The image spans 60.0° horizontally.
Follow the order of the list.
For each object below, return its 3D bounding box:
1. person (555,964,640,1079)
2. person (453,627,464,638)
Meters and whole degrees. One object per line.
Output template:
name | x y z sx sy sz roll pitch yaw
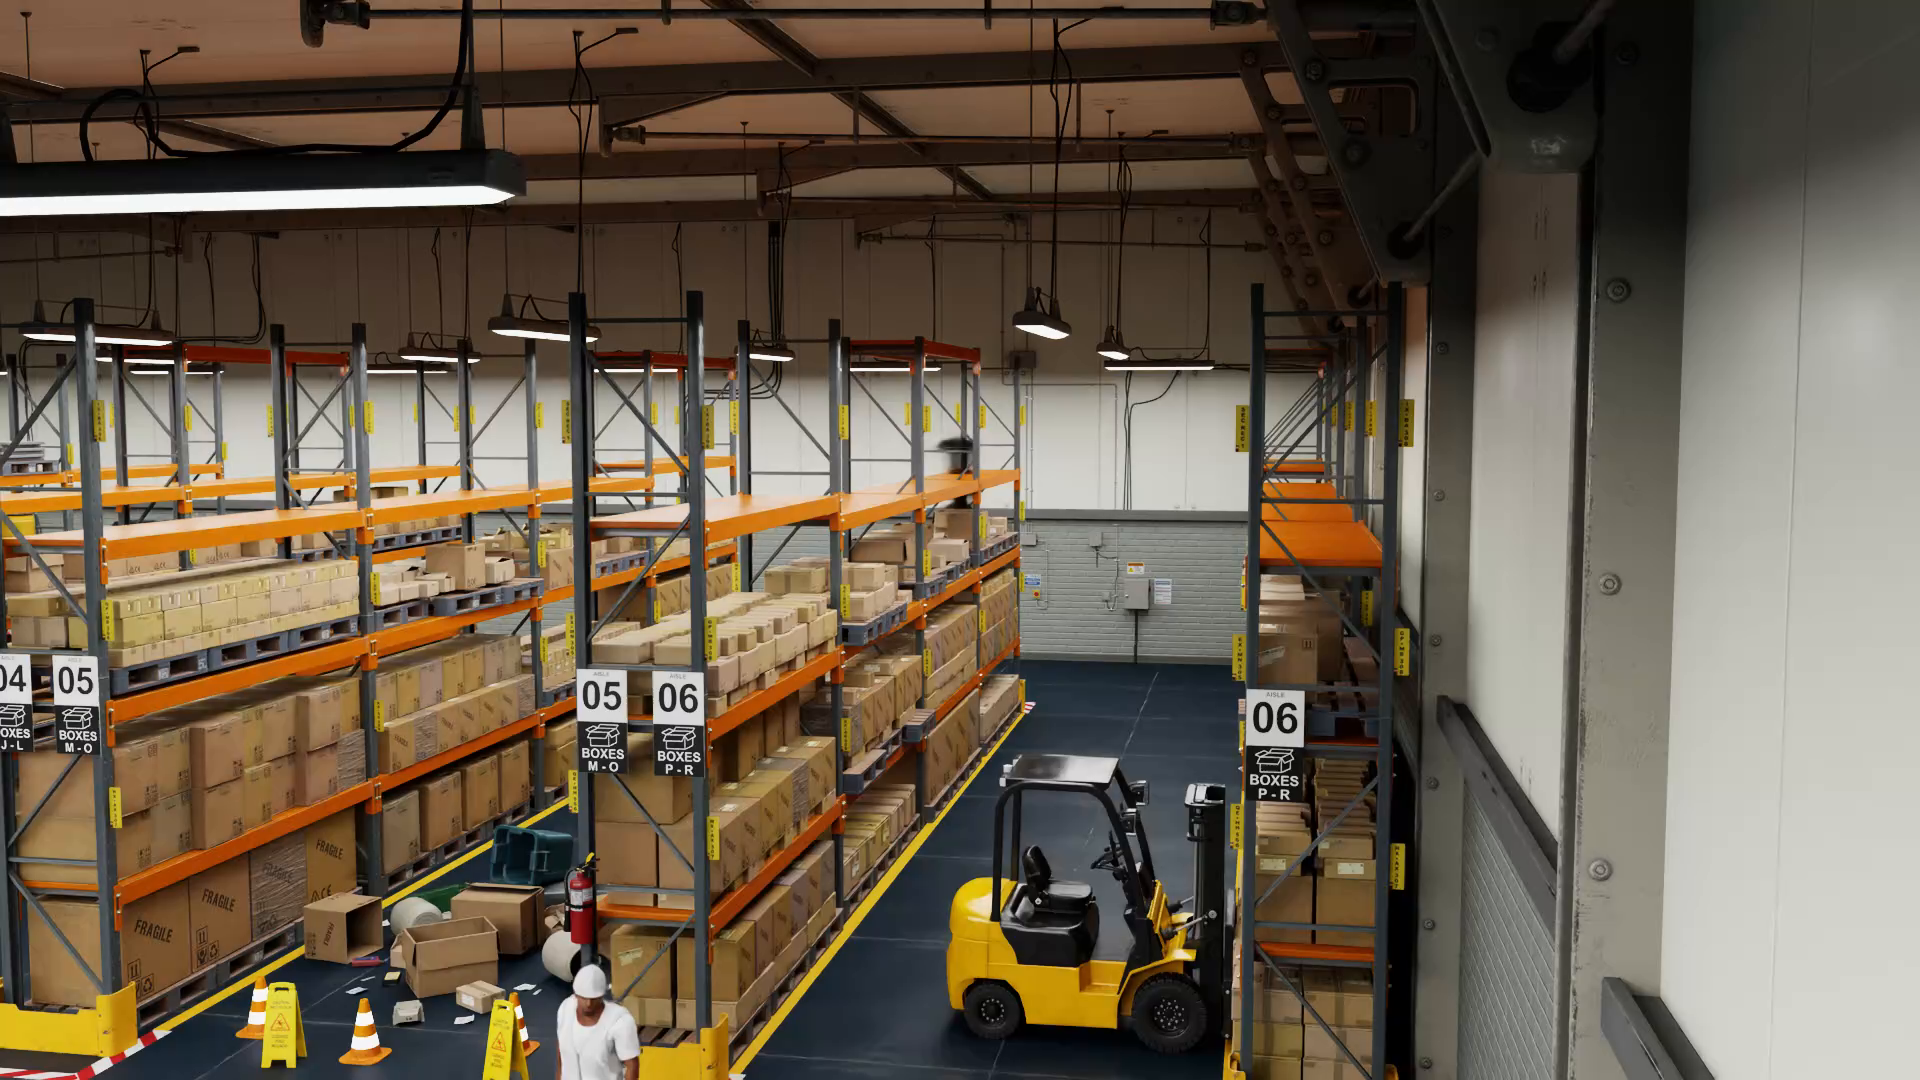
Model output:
person | -2.320 3.469 10.431 0.711 1.731 0.565 1 5 14
person | -8.020 2.129 27.129 0.662 1.732 0.801 0 5 4
